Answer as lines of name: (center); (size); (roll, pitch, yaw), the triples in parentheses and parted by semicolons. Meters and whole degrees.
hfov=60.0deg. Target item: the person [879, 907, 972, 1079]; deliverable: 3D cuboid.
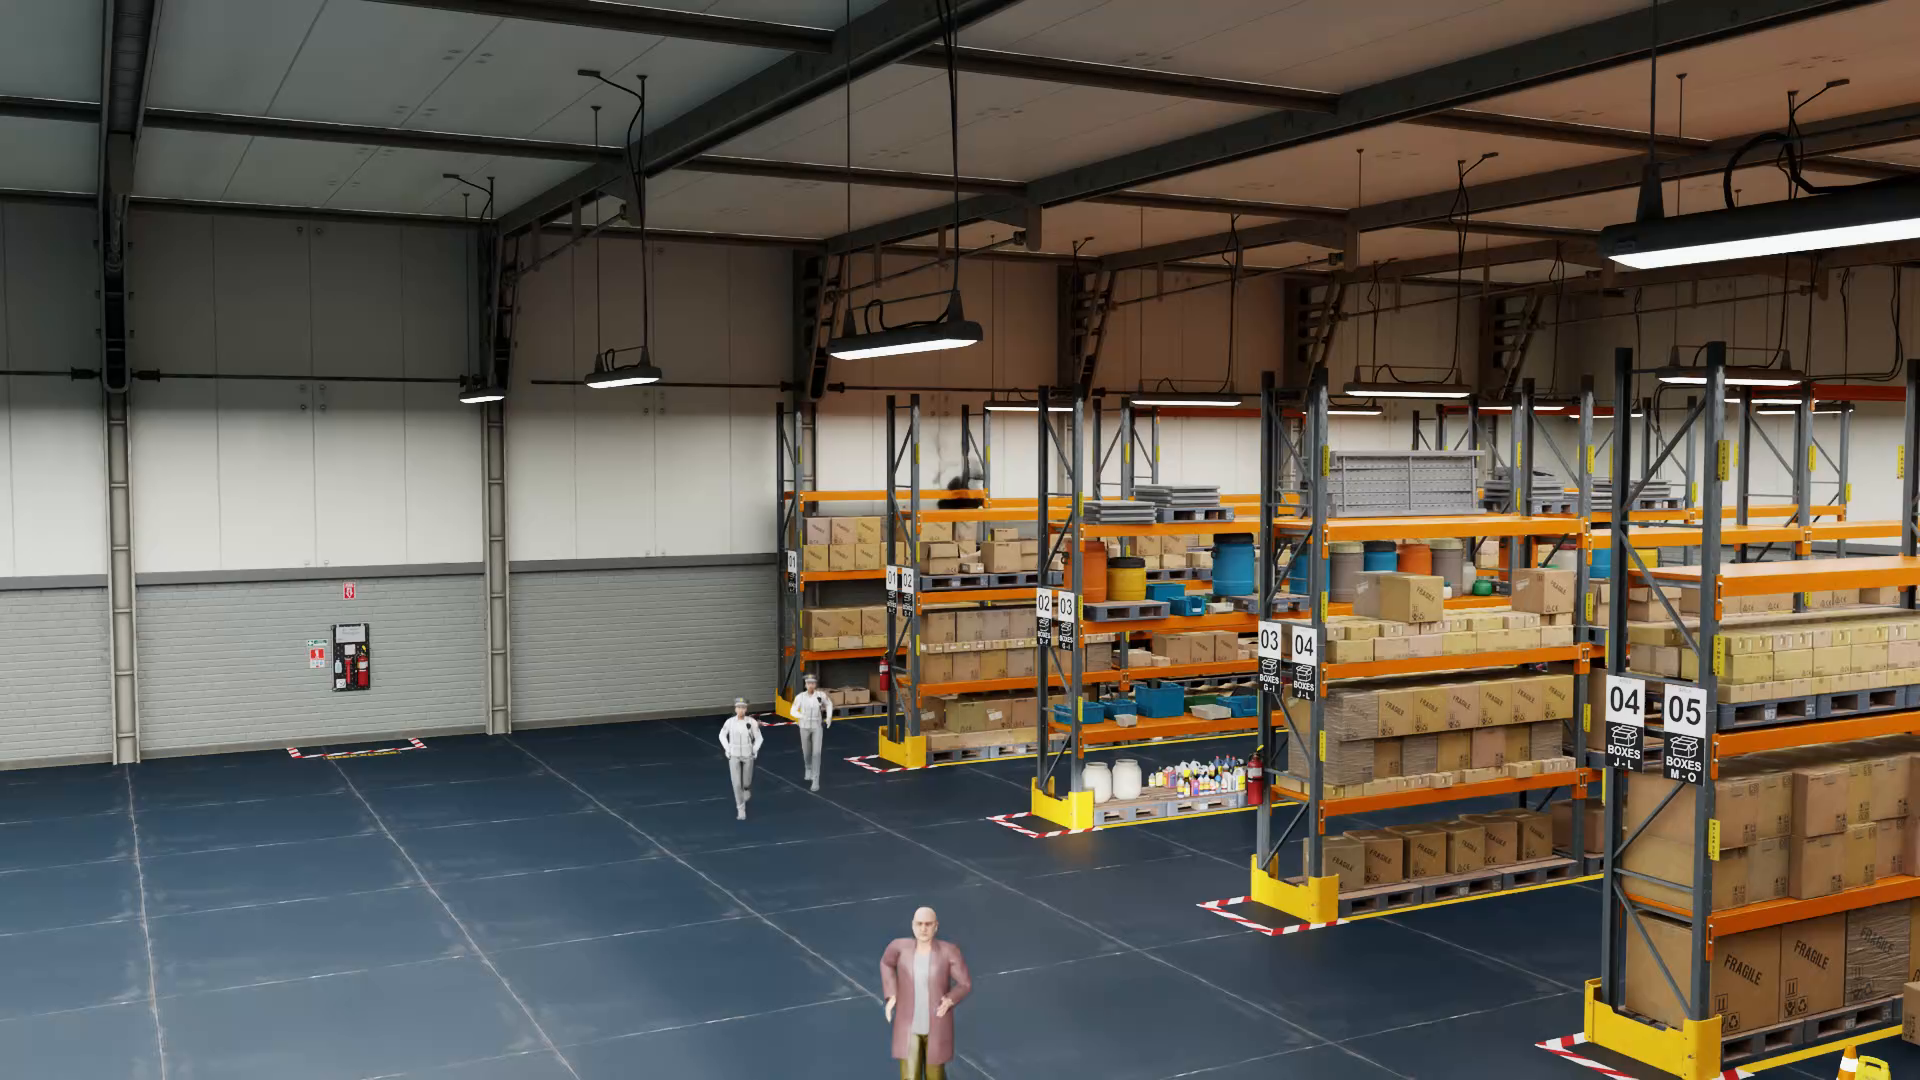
person: (-0.265, 3.588, 12.240); (0.710, 1.774, 1.035); (0, 3, 5)

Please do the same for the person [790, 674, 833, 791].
person: (-2.250, 2.871, 25.196); (0.627, 1.714, 0.897); (0, 3, -2)

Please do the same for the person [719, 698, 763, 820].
person: (-3.069, 3.028, 23.291); (0.618, 1.677, 0.708); (0, 3, -6)
